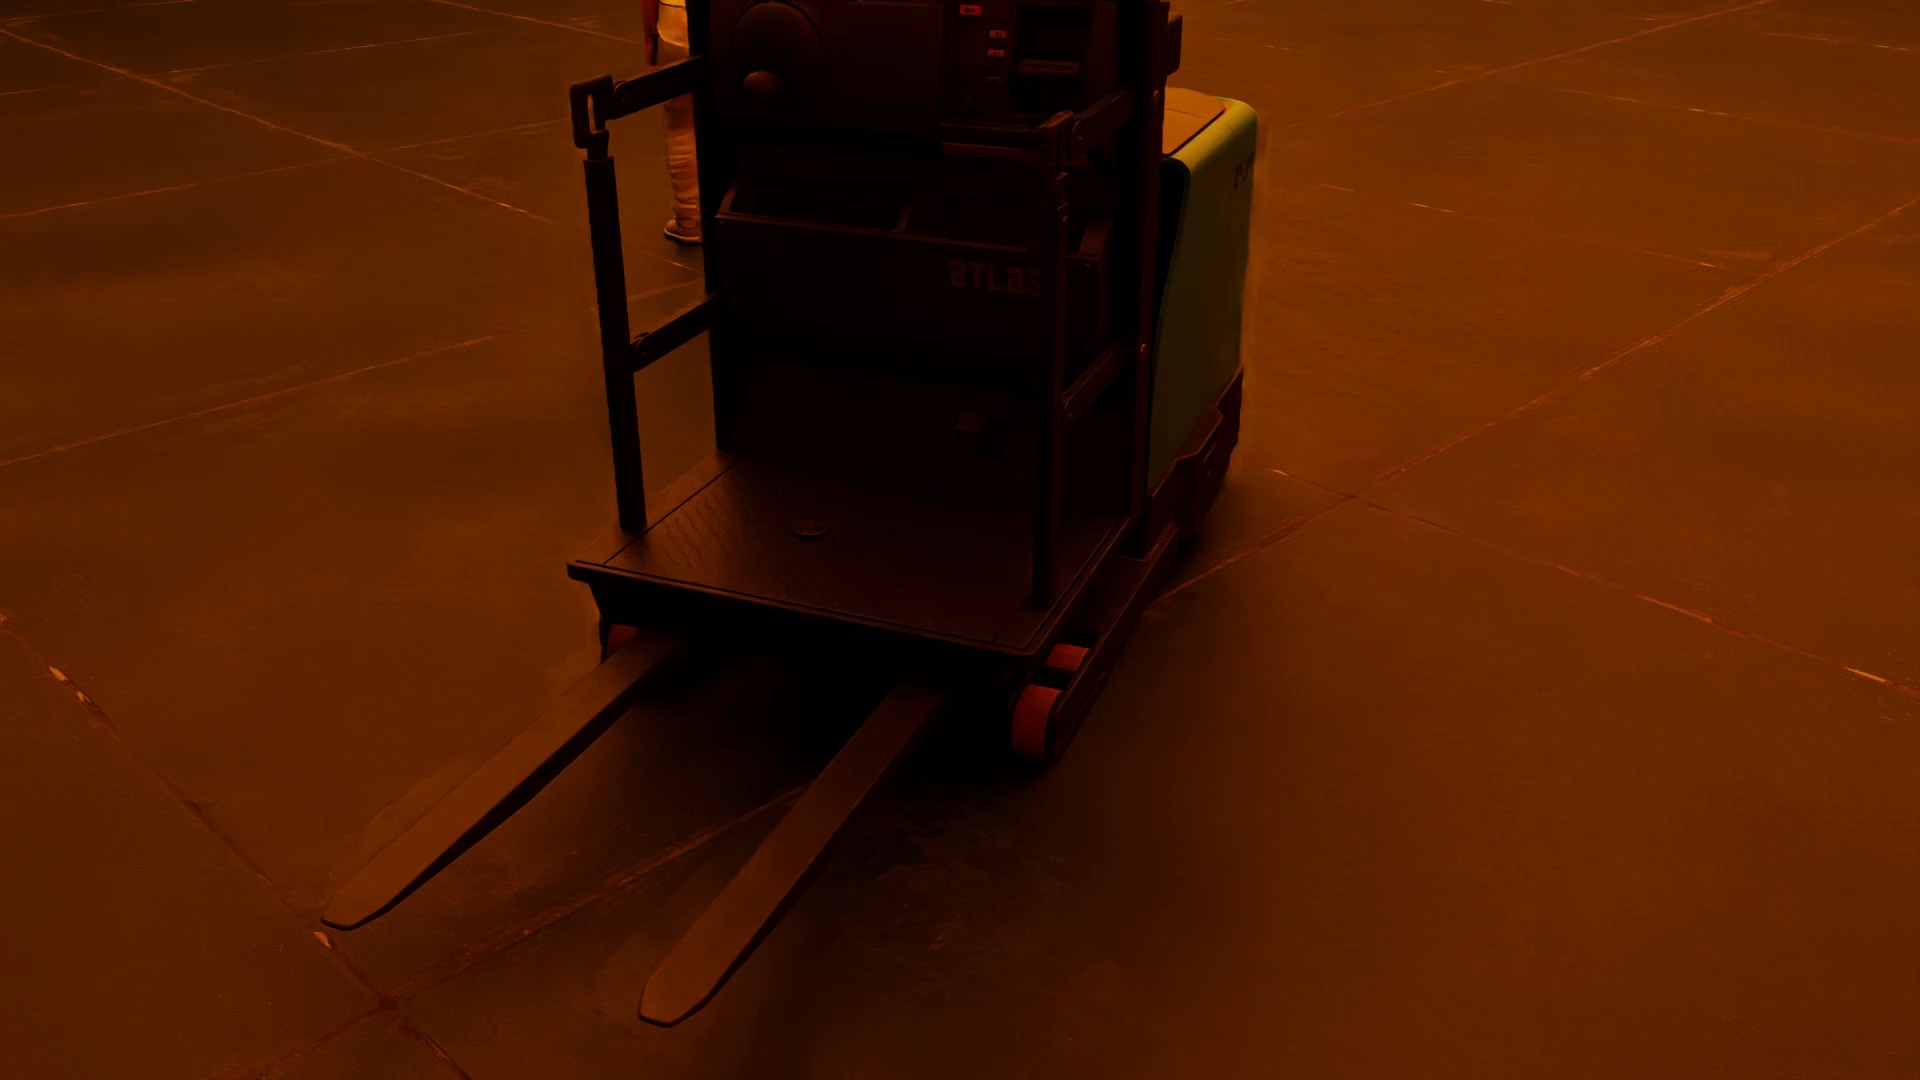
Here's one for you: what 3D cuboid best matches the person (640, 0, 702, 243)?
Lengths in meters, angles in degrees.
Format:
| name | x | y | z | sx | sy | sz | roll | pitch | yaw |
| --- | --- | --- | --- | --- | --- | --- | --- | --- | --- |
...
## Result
| name | x | y | z | sx | sy | sz | roll | pitch | yaw |
| --- | --- | --- | --- | --- | --- | --- | --- | --- | --- |
| person | -1.052 | -2.072 | 6.883 | 0.535 | 1.667 | 0.466 | -9 | 27 | -17 |

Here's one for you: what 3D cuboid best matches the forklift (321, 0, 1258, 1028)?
| name | x | y | z | sx | sy | sz | roll | pitch | yaw |
| --- | --- | --- | --- | --- | --- | --- | --- | --- | --- |
| forklift | -0.186 | -1.049 | 3.353 | 1.130 | 2.935 | 3.031 | 10 | 28 | 20 |
